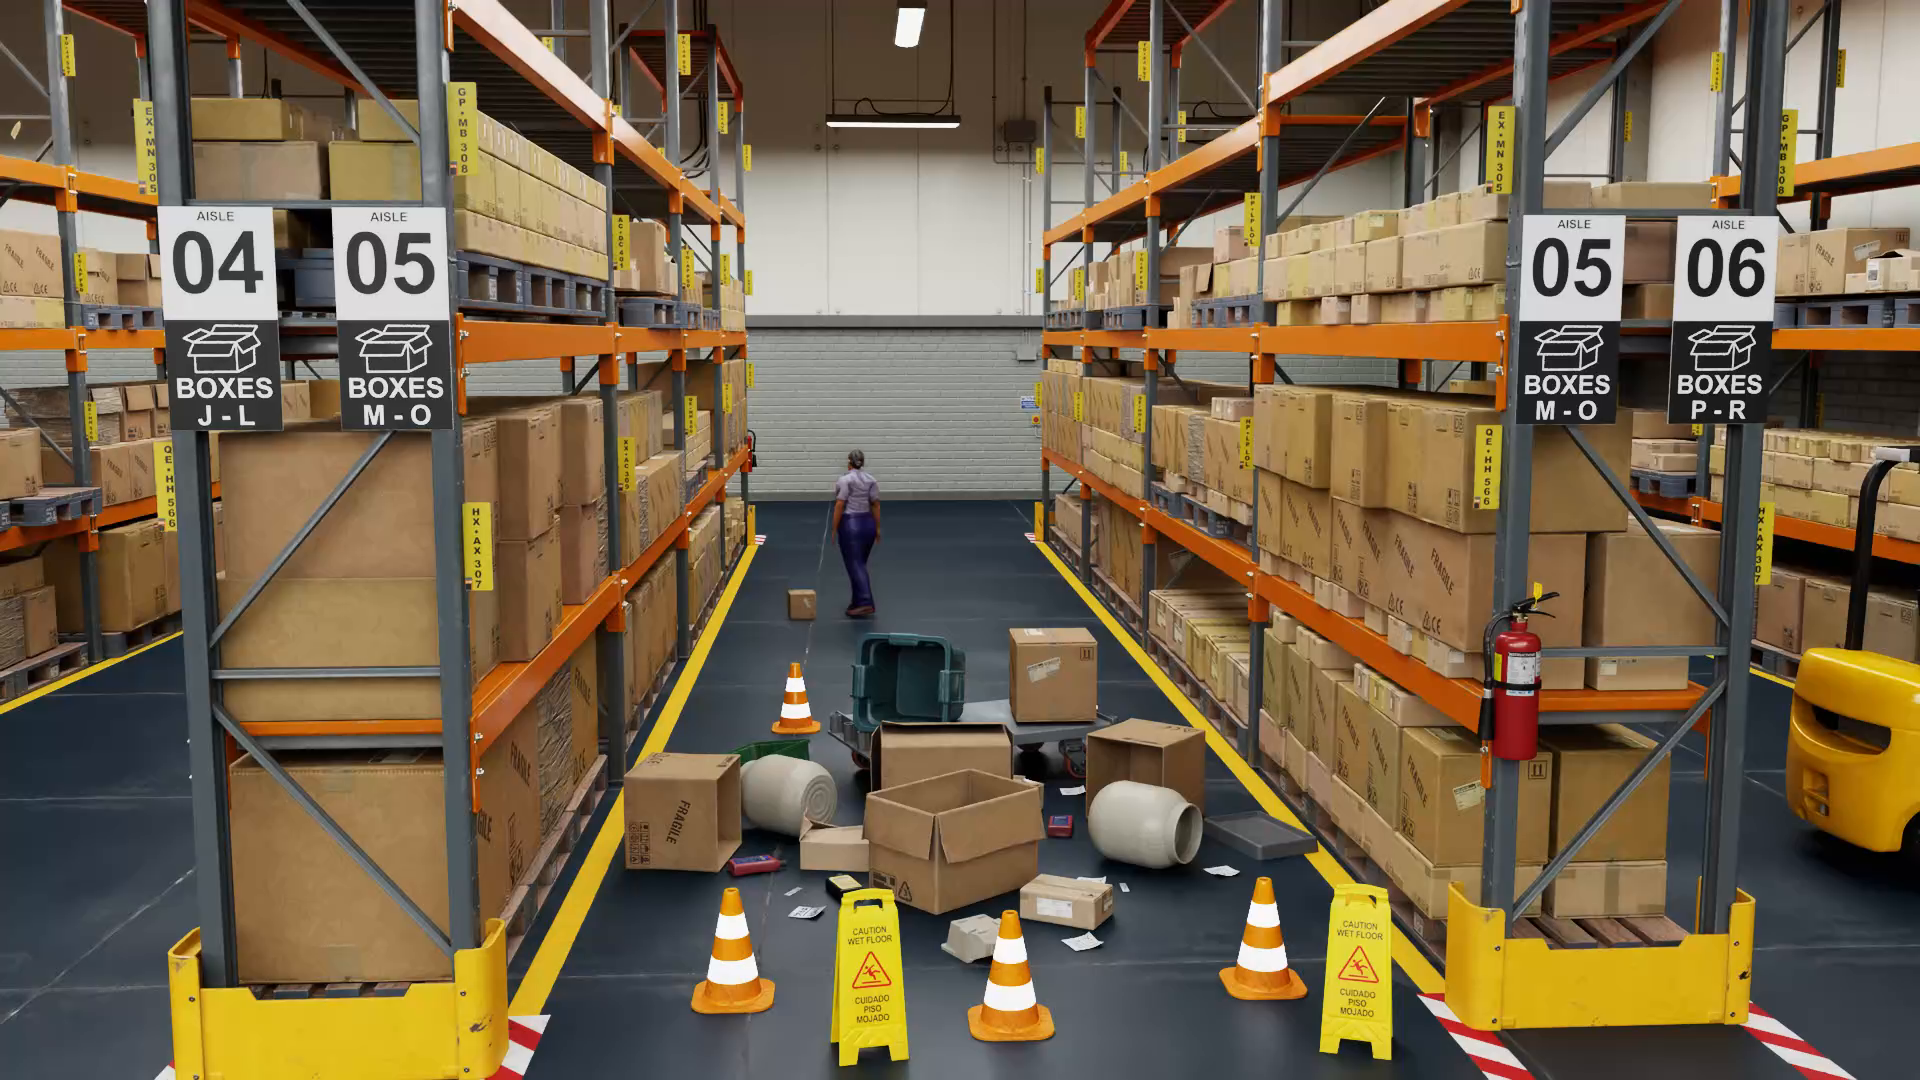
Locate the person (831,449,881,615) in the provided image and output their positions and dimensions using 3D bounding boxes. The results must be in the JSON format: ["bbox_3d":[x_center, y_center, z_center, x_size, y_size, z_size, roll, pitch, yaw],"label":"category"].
[{"bbox_3d":[-1.005,-0.080,16.509,0.561,1.637,0.609,-7,10,-43],"label":"person"}]
